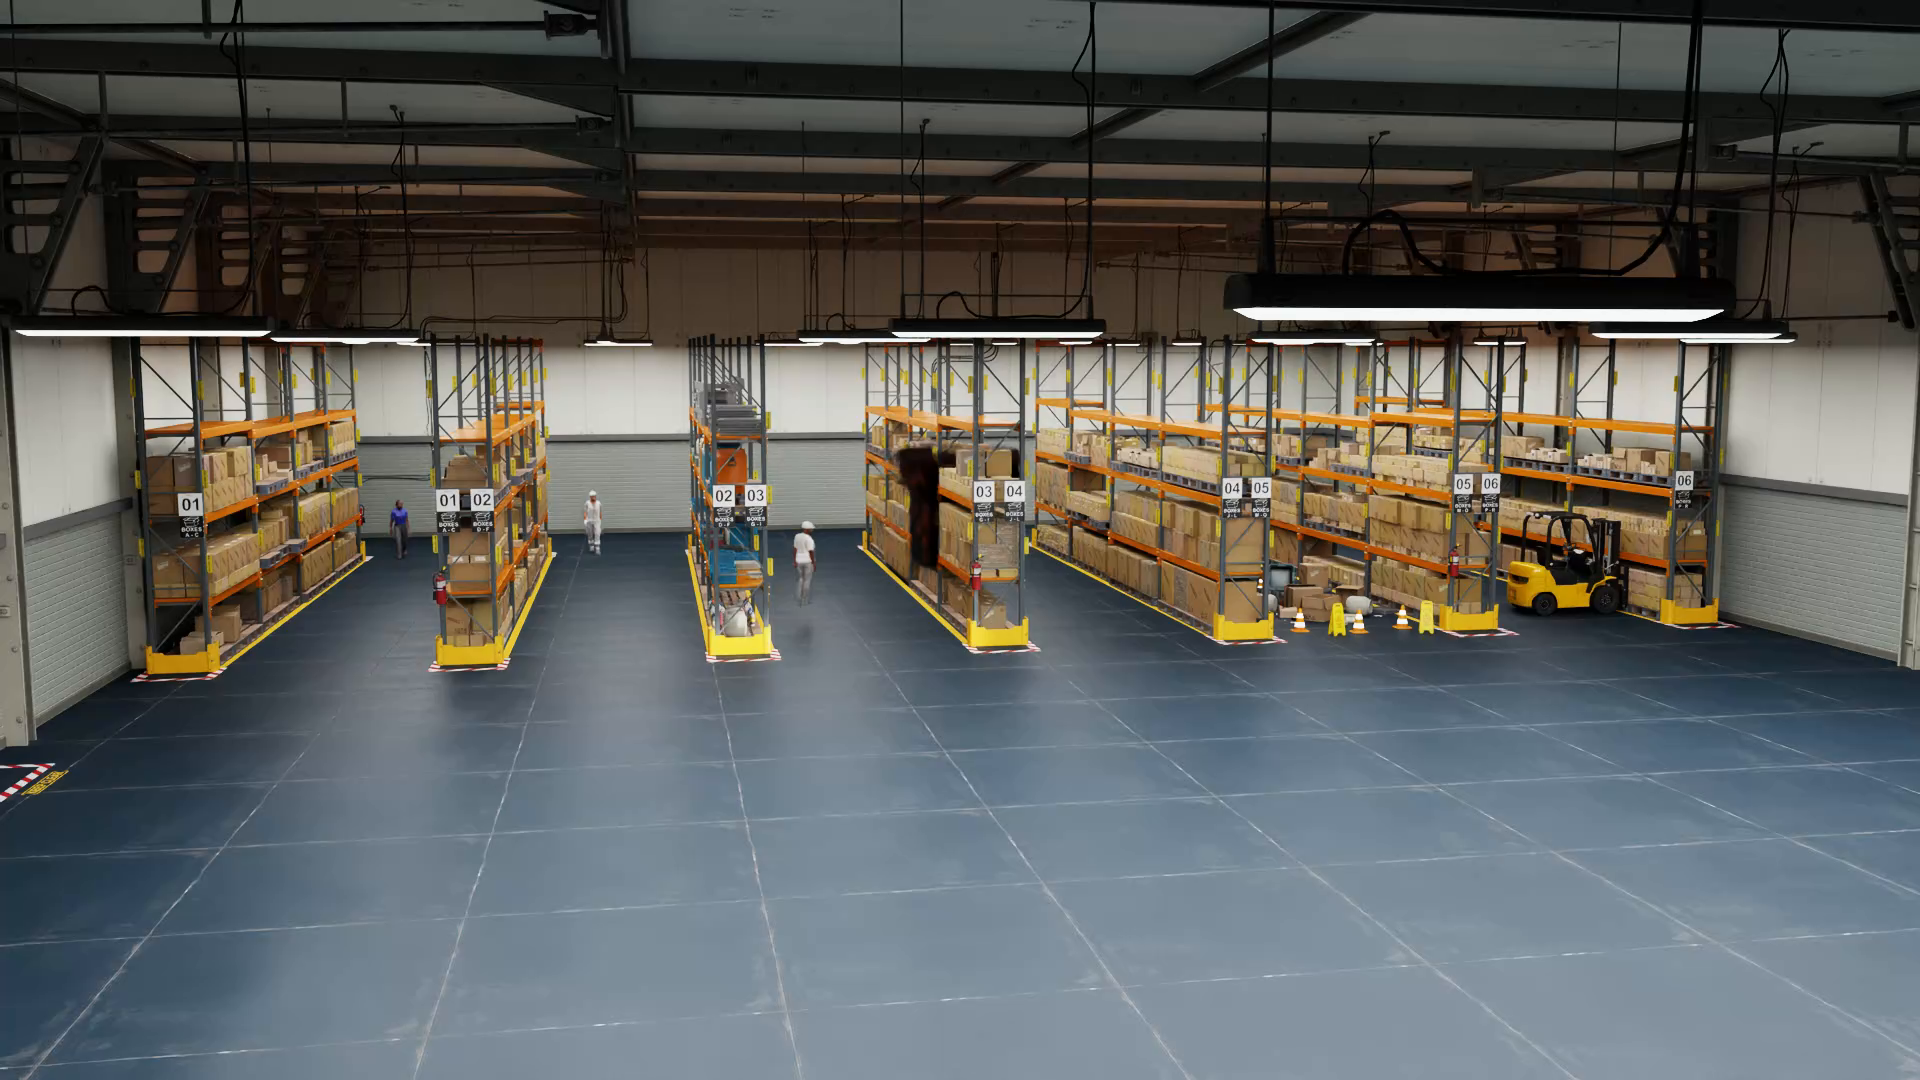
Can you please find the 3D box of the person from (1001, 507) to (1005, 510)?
[{"bbox_3d":[1.429,-0.714,49.415,0.471,1.541,0.890,3,7,23],"label":"person"}]

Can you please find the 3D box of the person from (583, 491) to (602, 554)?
[{"bbox_3d":[-10.293,-0.501,46.621,0.518,1.743,0.975,-1,7,-13],"label":"person"}]

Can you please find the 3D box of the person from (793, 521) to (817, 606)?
[{"bbox_3d":[-3.306,0.513,35.395,0.580,1.833,0.407,3,7,24],"label":"person"}]

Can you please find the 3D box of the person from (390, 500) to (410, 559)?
[{"bbox_3d":[-15.375,-0.303,45.628,0.514,1.597,0.919,-3,7,-23],"label":"person"}]
